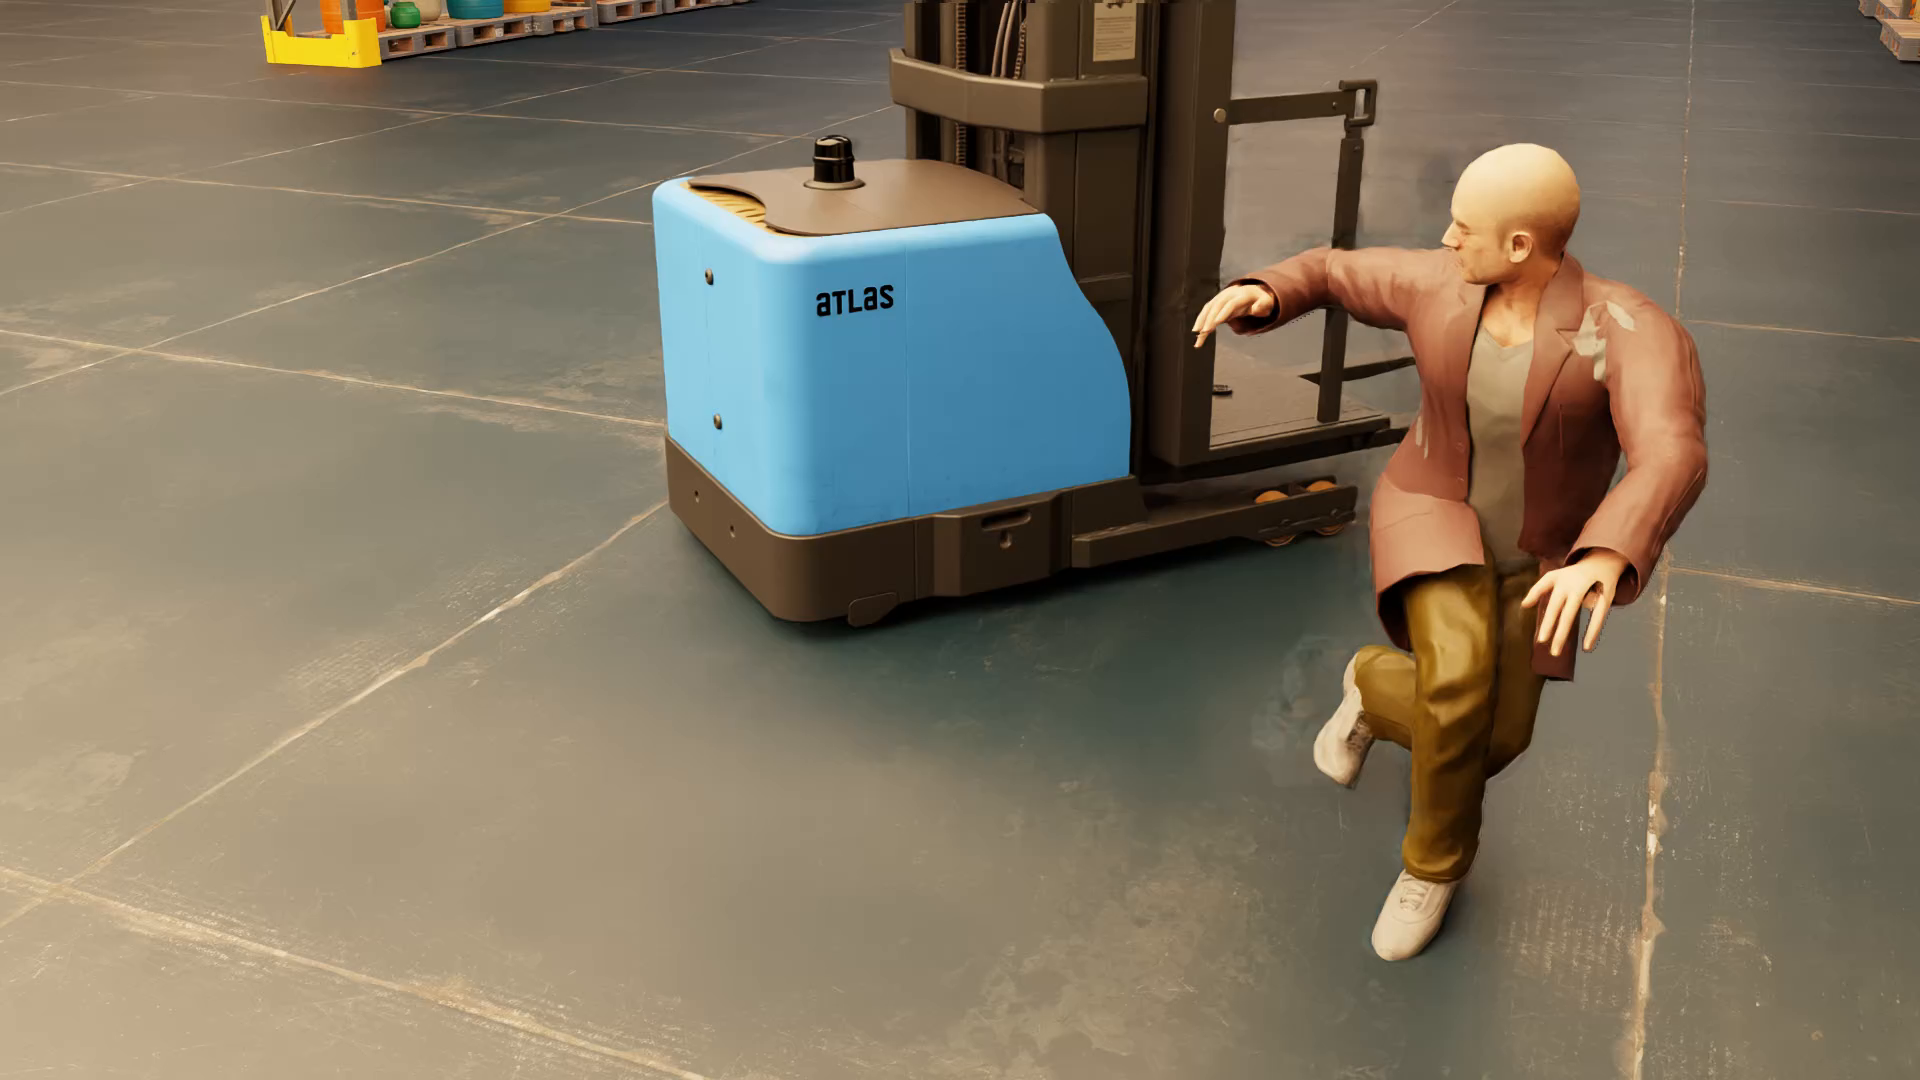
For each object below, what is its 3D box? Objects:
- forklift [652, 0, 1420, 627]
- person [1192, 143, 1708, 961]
[{"bbox_3d":[0.649,-1.501,4.884,3.031,2.935,1.130,-11,25,-25],"label":"forklift"},{"bbox_3d":[0.849,0.036,3.095,0.875,1.522,1.185,6,23,14],"label":"person"}]
